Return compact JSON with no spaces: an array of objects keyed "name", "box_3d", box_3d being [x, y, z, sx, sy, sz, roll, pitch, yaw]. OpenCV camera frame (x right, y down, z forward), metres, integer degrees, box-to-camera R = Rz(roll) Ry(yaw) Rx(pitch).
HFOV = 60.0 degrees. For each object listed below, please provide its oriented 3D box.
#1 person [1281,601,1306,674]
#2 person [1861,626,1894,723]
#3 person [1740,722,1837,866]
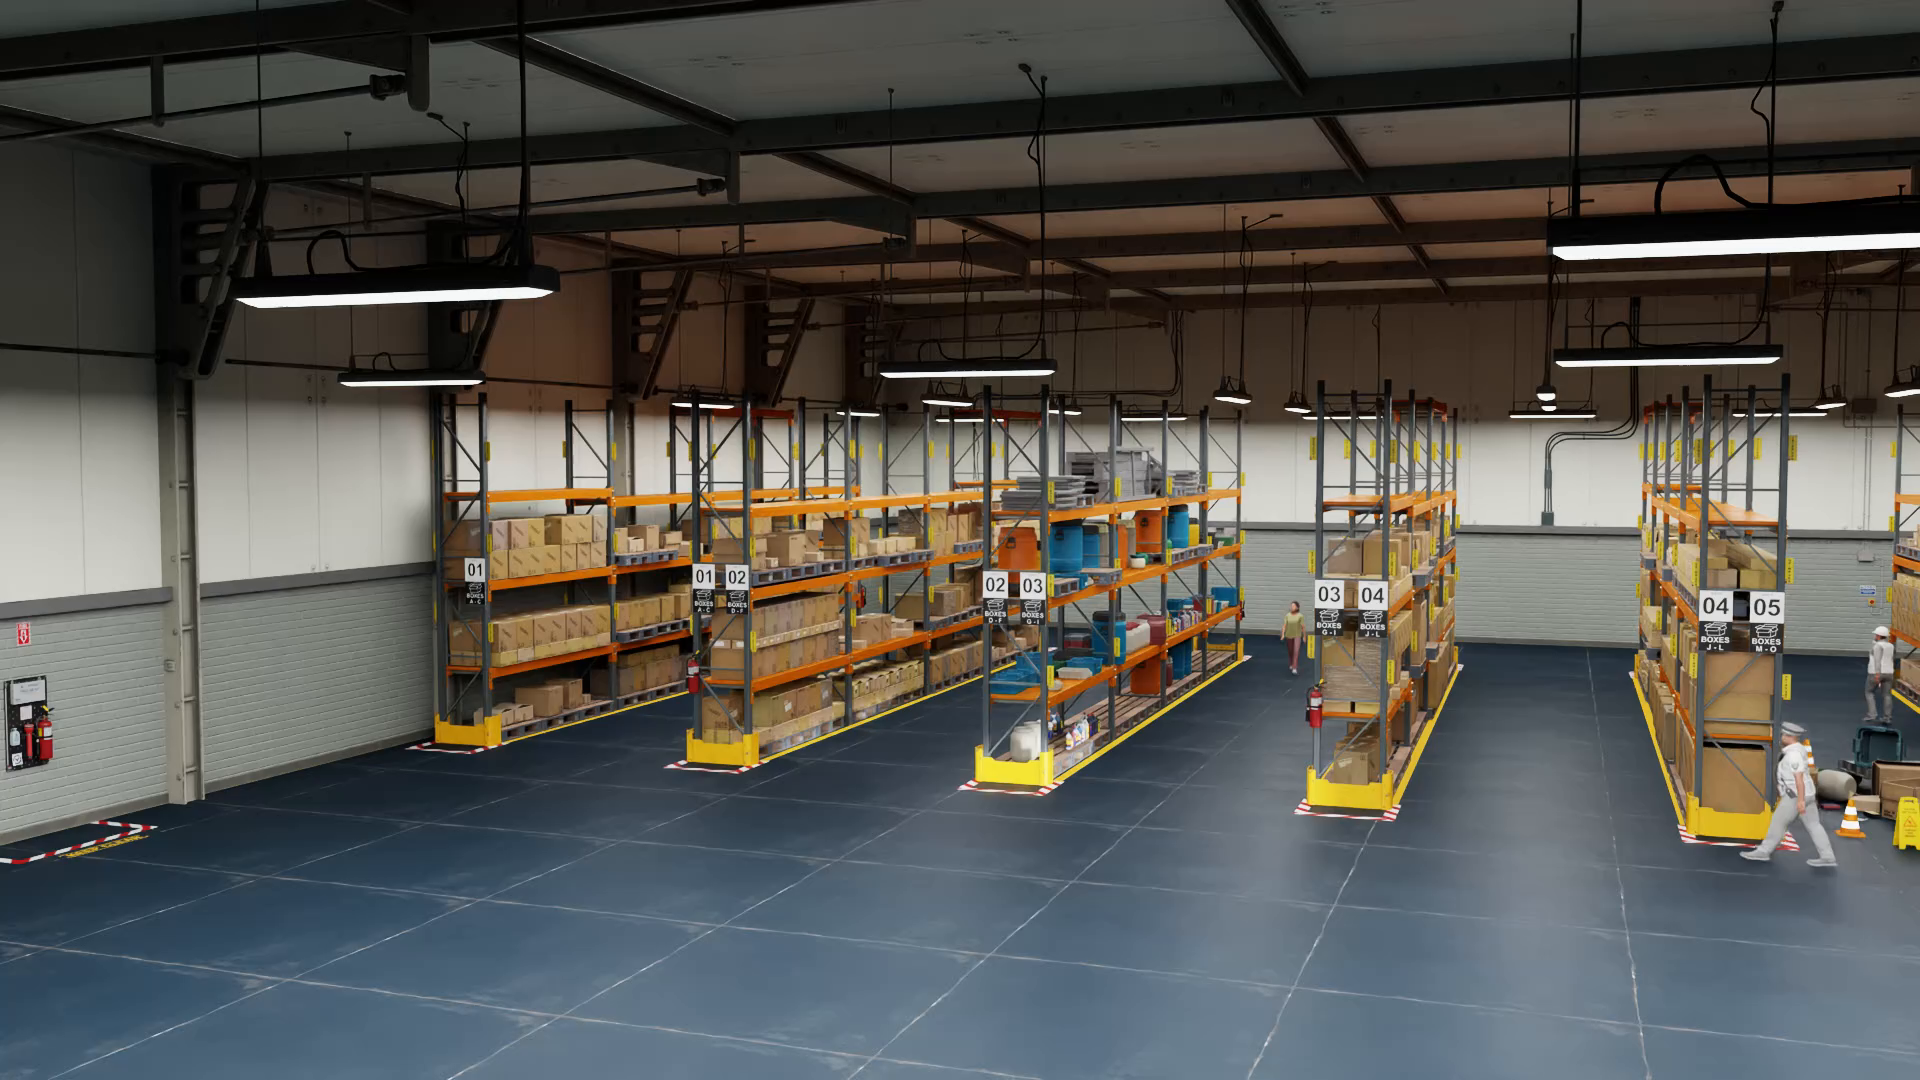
[{"name":"person","box_3d":[7.531,2.189,37.543,0.546,1.605,1.082,1,3,17]},{"name":"person","box_3d":[17.015,2.506,30.632,0.524,1.810,0.568,0,3,-2]},{"name":"person","box_3d":[10.032,3.054,20.086,1.026,1.693,0.584,3,4,40]}]
